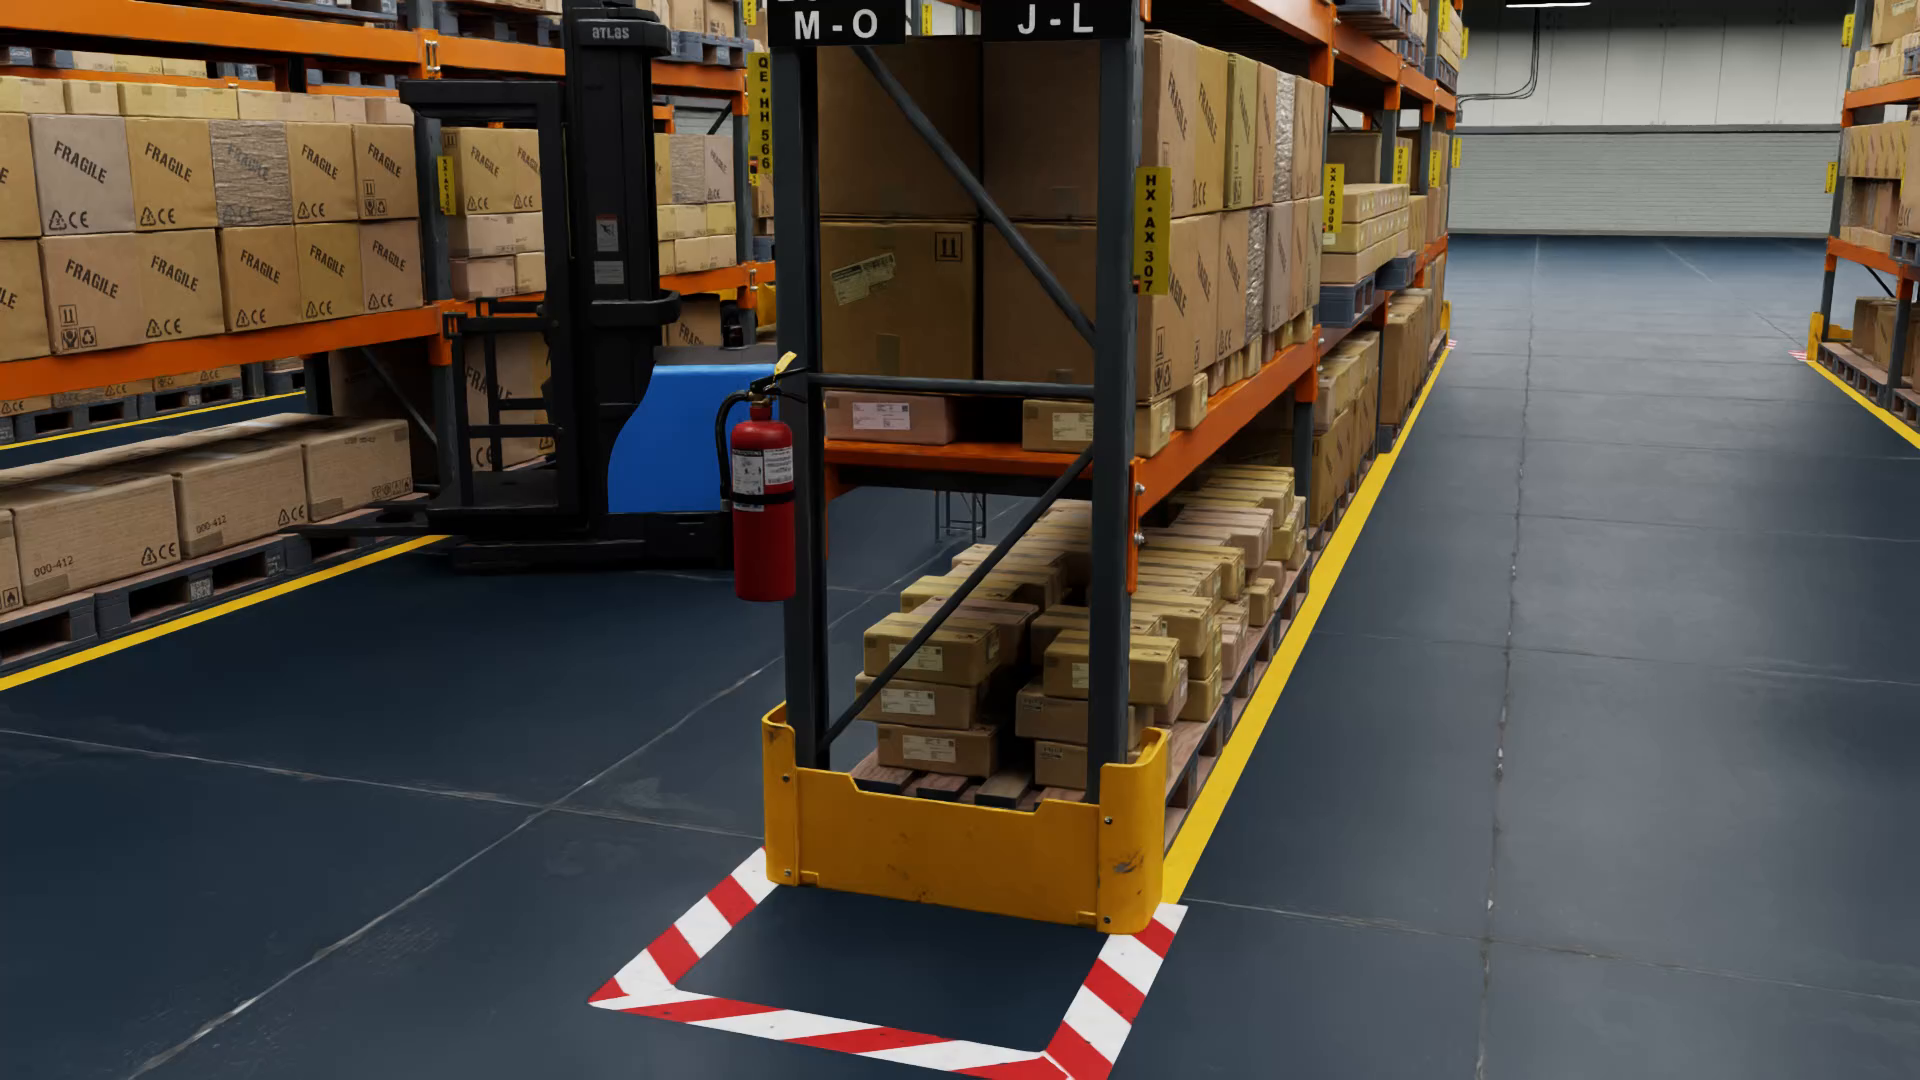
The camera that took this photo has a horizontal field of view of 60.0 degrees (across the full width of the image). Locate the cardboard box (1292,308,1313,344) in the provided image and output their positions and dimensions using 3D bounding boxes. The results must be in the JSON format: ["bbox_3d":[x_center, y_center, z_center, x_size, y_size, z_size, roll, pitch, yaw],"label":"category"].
[{"bbox_3d":[1.423,-0.996,7.677,0.380,0.149,0.250,4,13,17],"label":"cardboard box"}]

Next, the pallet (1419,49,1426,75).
[{"bbox_3d":[3.613,-4.115,14.465,0.805,0.209,1.217,4,13,16],"label":"pallet"}]

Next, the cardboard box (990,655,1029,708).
[{"bbox_3d":[0.016,0.442,5.607,0.380,0.149,0.250,4,13,17],"label":"cardboard box"}]

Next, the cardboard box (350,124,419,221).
[{"bbox_3d":[-3.334,-2.010,9.082,0.500,0.500,0.500,4,14,18],"label":"cardboard box"}]

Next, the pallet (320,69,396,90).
[{"bbox_3d":[-6.352,-4.547,16.353,1.003,0.211,1.213,5,14,21],"label":"pallet"}]

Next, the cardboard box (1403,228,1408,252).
[{"bbox_3d":[2.844,-2.045,11.330,0.380,0.149,0.250,5,14,19],"label":"cardboard box"}]

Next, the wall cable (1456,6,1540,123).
[{"bbox_3d":[15.553,-15.132,47.921,2.305,6.003,0.169,4,14,18],"label":"wall cable"}]

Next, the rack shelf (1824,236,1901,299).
[{"bbox_3d":[9.170,-2.634,15.906,1.077,0.370,4.000,4,14,18],"label":"rack shelf"}]

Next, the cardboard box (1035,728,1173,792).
[{"bbox_3d":[0.452,0.682,5.221,0.380,0.149,0.250,5,14,20],"label":"cardboard box"}]

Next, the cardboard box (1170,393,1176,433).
[{"bbox_3d":[0.438,-0.394,5.040,0.380,0.149,0.250,5,14,20],"label":"cardboard box"}]

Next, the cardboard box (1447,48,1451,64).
[{"bbox_3d":[4.712,-4.856,16.679,0.380,0.149,0.250,4,14,18],"label":"cardboard box"}]

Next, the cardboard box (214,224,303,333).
[{"bbox_3d":[-3.661,-1.310,8.262,0.500,0.500,0.500,4,13,18],"label":"cardboard box"}]

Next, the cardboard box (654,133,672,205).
[{"bbox_3d":[-2.393,-2.631,11.803,0.500,0.500,0.500,4,14,18],"label":"cardboard box"}]

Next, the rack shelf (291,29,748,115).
[{"bbox_3d":[-2.795,-3.126,11.318,1.077,0.370,4.000,4,14,18],"label":"rack shelf"}]

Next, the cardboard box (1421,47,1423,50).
[{"bbox_3d":[3.785,-4.425,14.561,0.500,0.250,0.500,5,14,19],"label":"cardboard box"}]

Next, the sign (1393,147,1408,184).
[{"bbox_3d":[3.085,-2.589,11.666,0.100,0.325,0.005,4,14,18],"label":"sign"}]

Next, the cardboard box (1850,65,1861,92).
[{"bbox_3d":[9.417,-4.713,16.991,0.500,0.250,0.500,5,14,20],"label":"cardboard box"}]

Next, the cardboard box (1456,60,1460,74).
[{"bbox_3d":[5.370,-5.284,18.551,0.380,0.149,0.250,4,14,18],"label":"cardboard box"}]

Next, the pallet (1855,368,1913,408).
[{"bbox_3d":[8.707,-1.348,14.922,1.003,0.211,1.213,4,14,18],"label":"pallet"}]

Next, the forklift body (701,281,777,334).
[{"bbox_3d":[-3.145,-3.532,20.129,2.313,2.155,1.214,4,14,18],"label":"forklift body"}]

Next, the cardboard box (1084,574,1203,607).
[{"bbox_3d":[0.651,0.225,5.888,0.380,0.149,0.250,4,13,16],"label":"cardboard box"}]

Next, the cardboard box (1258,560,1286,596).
[{"bbox_3d":[1.282,0.143,7.582,0.380,0.149,0.250,4,13,17],"label":"cardboard box"}]

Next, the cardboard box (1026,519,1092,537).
[{"bbox_3d":[0.437,0.022,6.777,0.380,0.149,0.250,4,14,19],"label":"cardboard box"}]

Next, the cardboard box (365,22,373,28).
[{"bbox_3d":[-6.052,-4.906,16.107,0.500,0.500,0.500,5,14,20],"label":"cardboard box"}]

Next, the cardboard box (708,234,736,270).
[{"bbox_3d":[-2.066,-2.237,12.885,0.500,0.250,0.500,4,13,16],"label":"cardboard box"}]

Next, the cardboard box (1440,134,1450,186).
[{"bbox_3d":[4.909,-4.186,18.325,0.875,0.550,0.550,4,14,18],"label":"cardboard box"}]

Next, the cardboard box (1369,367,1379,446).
[{"bbox_3d":[2.603,-0.929,11.490,0.500,0.500,0.500,4,14,18],"label":"cardboard box"}]

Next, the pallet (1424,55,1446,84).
[{"bbox_3d":[4.137,-4.533,16.066,1.003,0.211,1.213,4,14,18],"label":"pallet"}]

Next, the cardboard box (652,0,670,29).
[{"bbox_3d":[-2.263,-3.722,11.670,0.396,0.266,0.258,4,13,17],"label":"cardboard box"}]

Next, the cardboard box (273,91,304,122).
[{"bbox_3d":[-3.584,-2.204,8.472,0.380,0.149,0.250,4,14,18],"label":"cardboard box"}]

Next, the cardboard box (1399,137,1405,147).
[{"bbox_3d":[3.379,-3.159,14.115,0.700,0.500,0.500,4,14,19],"label":"cardboard box"}]

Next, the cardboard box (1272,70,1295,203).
[{"bbox_3d":[1.037,-1.605,6.638,0.500,0.500,0.500,5,14,20],"label":"cardboard box"}]

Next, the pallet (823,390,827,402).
[{"bbox_3d":[-1.497,-1.496,15.569,1.003,0.211,1.213,4,14,18],"label":"pallet"}]

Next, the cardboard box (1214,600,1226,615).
[{"bbox_3d":[0.857,0.196,6.683,0.380,0.149,0.250,5,14,21],"label":"cardboard box"}]

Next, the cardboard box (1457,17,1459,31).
[{"bbox_3d":[5.122,-5.510,17.752,0.380,0.149,0.250,5,14,19],"label":"cardboard box"}]

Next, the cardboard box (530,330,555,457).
[{"bbox_3d":[-3.032,-1.089,11.349,0.875,0.875,0.875,5,14,20],"label":"cardboard box"}]

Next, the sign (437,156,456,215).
[{"bbox_3d":[-2.917,-2.014,9.448,0.100,0.325,0.005,4,14,18],"label":"sign"}]

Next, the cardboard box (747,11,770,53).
[{"bbox_3d":[-1.832,-4.145,13.943,0.700,0.500,0.500,4,14,18],"label":"cardboard box"}]

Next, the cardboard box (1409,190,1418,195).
[{"bbox_3d":[3.971,-3.094,15.966,0.875,0.550,0.550,4,14,18],"label":"cardboard box"}]

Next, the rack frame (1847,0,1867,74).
[{"bbox_3d":[9.817,-6.331,17.003,1.000,3.000,0.127,4,14,18],"label":"rack frame"}]

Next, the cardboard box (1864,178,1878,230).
[{"bbox_3d":[9.362,-3.270,16.181,0.875,0.500,0.500,4,14,18],"label":"cardboard box"}]

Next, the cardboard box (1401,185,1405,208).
[{"bbox_3d":[2.676,-2.228,10.794,0.380,0.149,0.250,5,14,20],"label":"cardboard box"}]

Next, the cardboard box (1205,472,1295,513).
[{"bbox_3d":[1.360,-0.213,7.804,0.380,0.149,0.250,5,14,19],"label":"cardboard box"}]

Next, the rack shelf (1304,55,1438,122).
[{"bbox_3d":[3.216,-3.633,13.540,1.077,0.370,4.000,4,14,18],"label":"rack shelf"}]

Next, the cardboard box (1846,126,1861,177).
[{"bbox_3d":[9.213,-3.886,16.635,0.500,0.500,0.500,4,14,18],"label":"cardboard box"}]

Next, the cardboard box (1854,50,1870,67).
[{"bbox_3d":[9.334,-4.901,16.919,0.380,0.149,0.250,5,14,20],"label":"cardboard box"}]

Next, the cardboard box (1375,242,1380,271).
[{"bbox_3d":[2.170,-1.608,9.411,0.380,0.149,0.250,4,13,16],"label":"cardboard box"}]

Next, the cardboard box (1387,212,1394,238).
[{"bbox_3d":[2.424,-1.919,10.107,0.380,0.149,0.250,5,14,20],"label":"cardboard box"}]

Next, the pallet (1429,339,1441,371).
[{"bbox_3d":[4.576,-1.995,17.755,1.003,0.211,1.213,4,14,18],"label":"pallet"}]

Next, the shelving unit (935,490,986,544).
[{"bbox_3d":[0.005,-0.588,9.368,0.258,1.200,0.189,4,14,18],"label":"shelving unit"}]

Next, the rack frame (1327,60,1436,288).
[{"bbox_3d":[3.863,-2.942,15.638,1.000,3.000,0.127,4,14,18],"label":"rack frame"}]

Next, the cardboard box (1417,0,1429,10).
[{"bbox_3d":[4.302,-4.977,15.414,0.380,0.149,0.250,4,14,19],"label":"cardboard box"}]

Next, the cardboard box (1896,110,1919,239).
[{"bbox_3d":[8.134,-2.904,13.178,1.000,1.000,1.000,4,14,19],"label":"cardboard box"}]

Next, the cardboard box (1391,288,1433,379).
[{"bbox_3d":[3.747,-1.913,15.241,1.050,0.750,0.750,4,14,18],"label":"cardboard box"}]

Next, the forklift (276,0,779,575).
[{"bbox_3d":[-2.348,-1.369,8.900,3.031,2.935,1.130,-1,13,-6],"label":"forklift"}]

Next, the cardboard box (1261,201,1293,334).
[{"bbox_3d":[1.054,-1.116,6.742,0.500,0.500,0.500,4,14,18],"label":"cardboard box"}]

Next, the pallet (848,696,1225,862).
[{"bbox_3d":[0.301,0.759,5.687,1.003,0.211,1.213,4,14,18],"label":"pallet"}]

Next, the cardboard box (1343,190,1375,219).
[{"bbox_3d":[2.007,-1.793,8.887,0.380,0.149,0.250,4,14,19],"label":"cardboard box"}]
